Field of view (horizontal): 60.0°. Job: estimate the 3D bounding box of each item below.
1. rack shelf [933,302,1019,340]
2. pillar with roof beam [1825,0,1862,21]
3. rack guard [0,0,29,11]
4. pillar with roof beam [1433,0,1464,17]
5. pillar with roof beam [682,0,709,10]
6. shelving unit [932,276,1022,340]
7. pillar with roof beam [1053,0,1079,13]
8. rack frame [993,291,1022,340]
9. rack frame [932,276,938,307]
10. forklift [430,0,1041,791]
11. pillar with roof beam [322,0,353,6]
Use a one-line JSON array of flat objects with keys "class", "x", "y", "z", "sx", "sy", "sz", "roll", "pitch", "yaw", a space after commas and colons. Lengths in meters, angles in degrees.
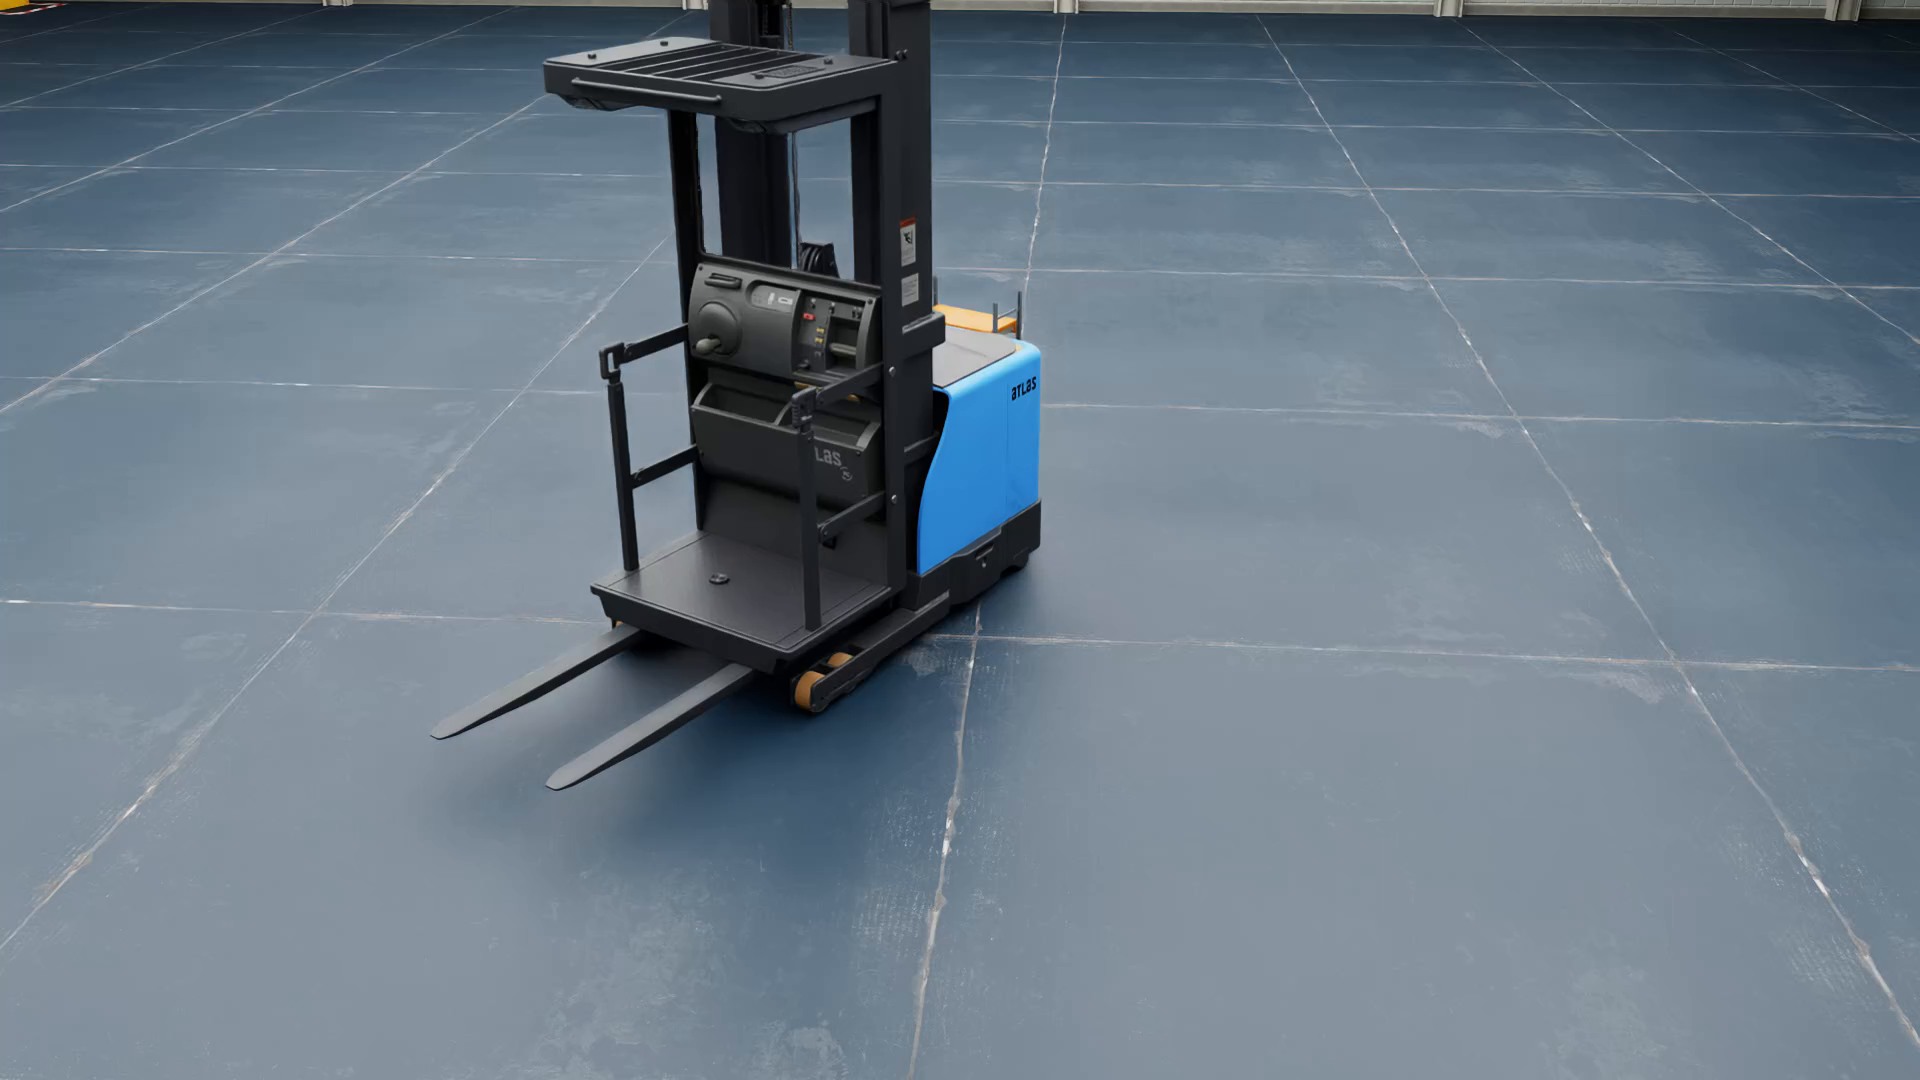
[{"class": "rack shelf", "x": 0.022, "y": -1.020, "z": 8.090, "sx": 0.480, "sy": 0.148, "sz": 0.258, "roll": 15, "pitch": 29, "yaw": 30}, {"class": "pillar with roof beam", "x": 13.336, "y": -10.369, "z": 20.018, "sx": 0.400, "sy": 9.000, "sz": 9.100, "roll": 2, "pitch": 25, "yaw": 4}, {"class": "rack guard", "x": -15.597, "y": -8.863, "z": 26.914, "sx": 0.348, "sy": 0.500, "sz": 1.175, "roll": 2, "pitch": 25, "yaw": 4}, {"class": "pillar with roof beam", "x": 7.353, "y": -10.561, "z": 20.436, "sx": 0.400, "sy": 9.000, "sz": 9.100, "roll": 2, "pitch": 25, "yaw": 4}, {"class": "pillar with roof beam", "x": -4.611, "y": -10.945, "z": 21.270, "sx": 0.400, "sy": 9.000, "sz": 9.100, "roll": 2, "pitch": 25, "yaw": 4}, {"class": "shelving unit", "x": 0.022, "y": -0.663, "z": 8.255, "sx": 0.503, "sy": 1.200, "sz": 0.258, "roll": 15, "pitch": 29, "yaw": 30}, {"class": "pillar with roof beam", "x": 1.371, "y": -10.753, "z": 20.853, "sx": 0.400, "sy": 9.000, "sz": 9.100, "roll": 2, "pitch": 25, "yaw": 4}, {"class": "rack frame", "x": 0.226, "y": -0.607, "z": 8.133, "sx": 0.015, "sy": 1.200, "sz": 0.240, "roll": 15, "pitch": 29, "yaw": 30}, {"class": "rack frame", "x": -0.182, "y": -0.718, "z": 8.376, "sx": 0.015, "sy": 1.200, "sz": 0.240, "roll": 15, "pitch": 29, "yaw": 30}, {"class": "forklift", "x": -0.848, "y": -0.858, "z": 6.608, "sx": 1.130, "sy": 2.935, "sz": 3.031, "roll": 16, "pitch": 29, "yaw": 30}, {"class": "pillar with roof beam", "x": -10.594, "y": -11.137, "z": 21.687, "sx": 0.400, "sy": 9.000, "sz": 9.100, "roll": 2, "pitch": 25, "yaw": 4}]
